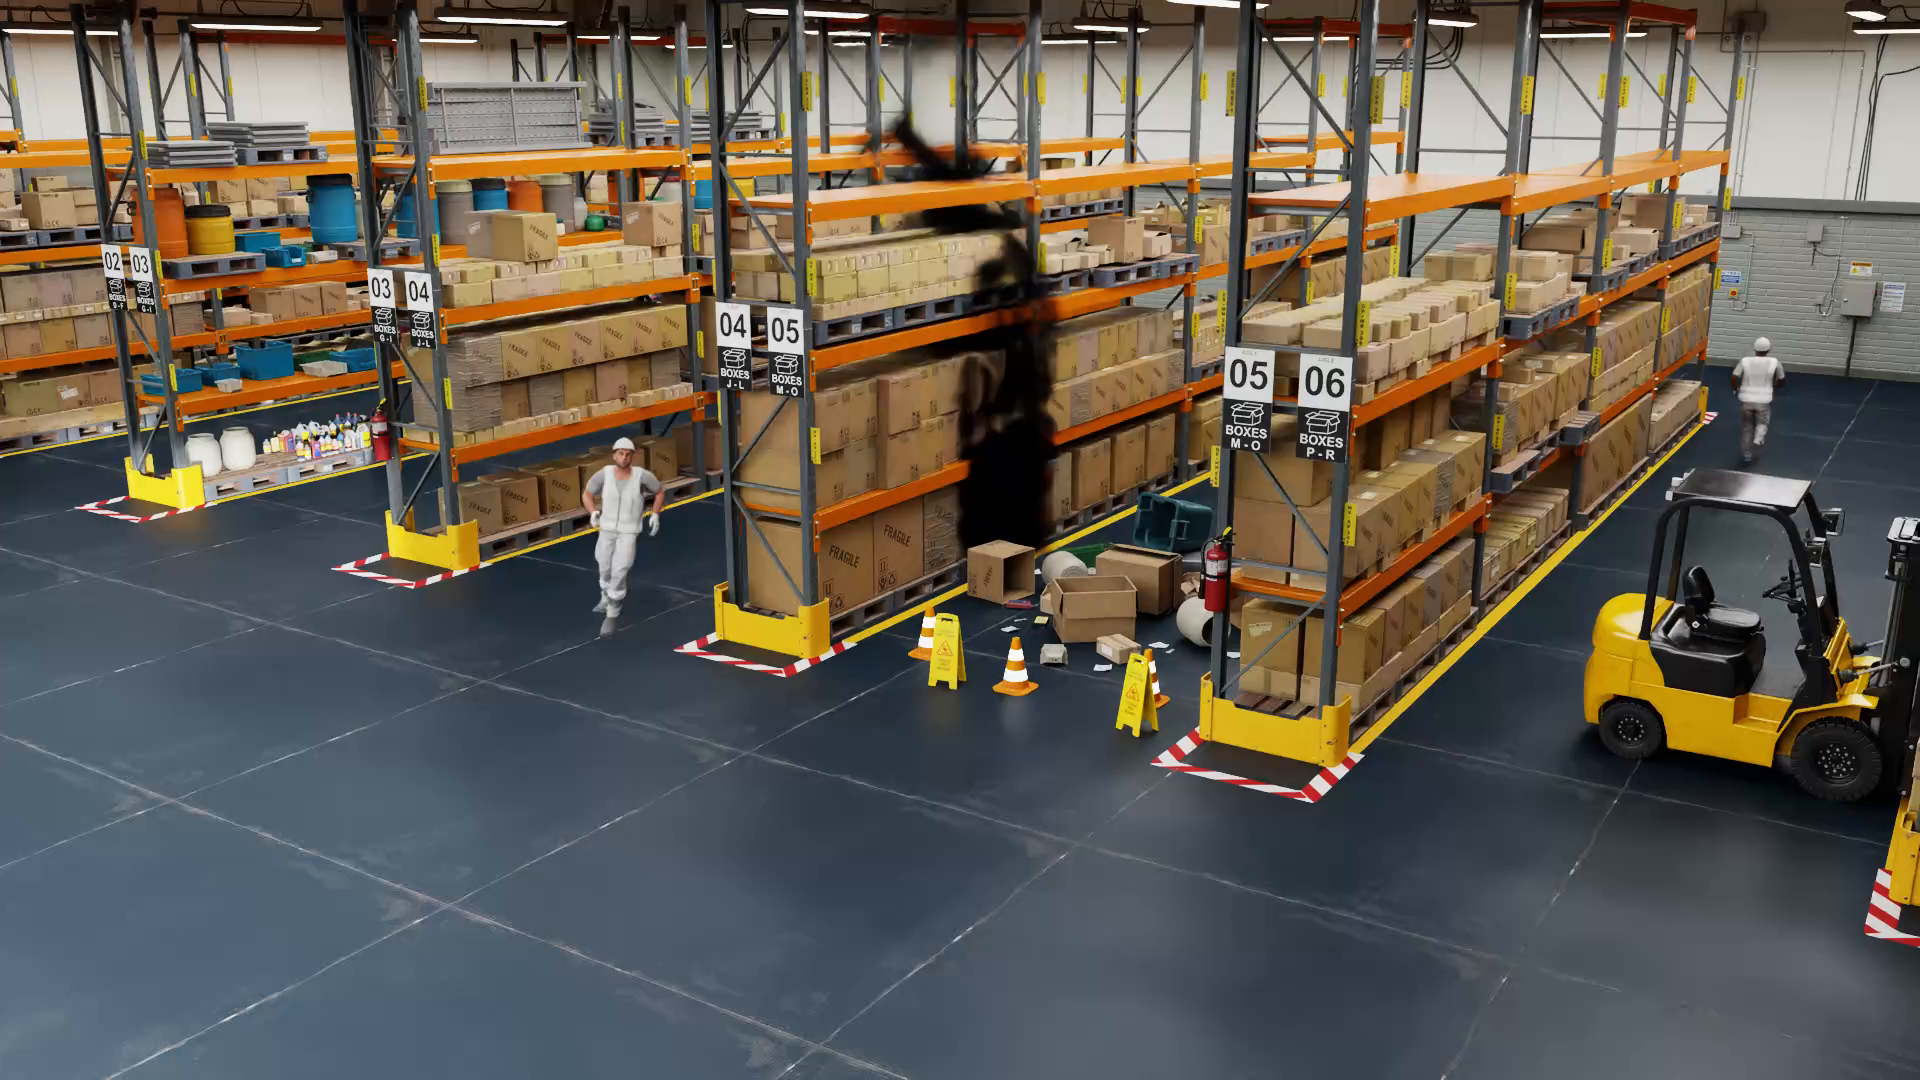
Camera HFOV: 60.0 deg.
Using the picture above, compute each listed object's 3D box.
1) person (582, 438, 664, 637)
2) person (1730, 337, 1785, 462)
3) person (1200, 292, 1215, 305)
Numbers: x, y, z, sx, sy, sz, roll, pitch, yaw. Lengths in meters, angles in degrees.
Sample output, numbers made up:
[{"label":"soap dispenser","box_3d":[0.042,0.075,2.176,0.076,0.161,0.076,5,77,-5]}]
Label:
[{"label":"person","box_3d":[-3.132,-0.060,15.405,0.723,1.796,0.722,1,16,3]},{"label":"person","box_3d":[10.937,-1.919,22.869,0.678,1.741,0.679,7,17,25]},{"label":"person","box_3d":[4.079,-3.180,27.365,0.677,1.801,0.876,12,20,37]}]
